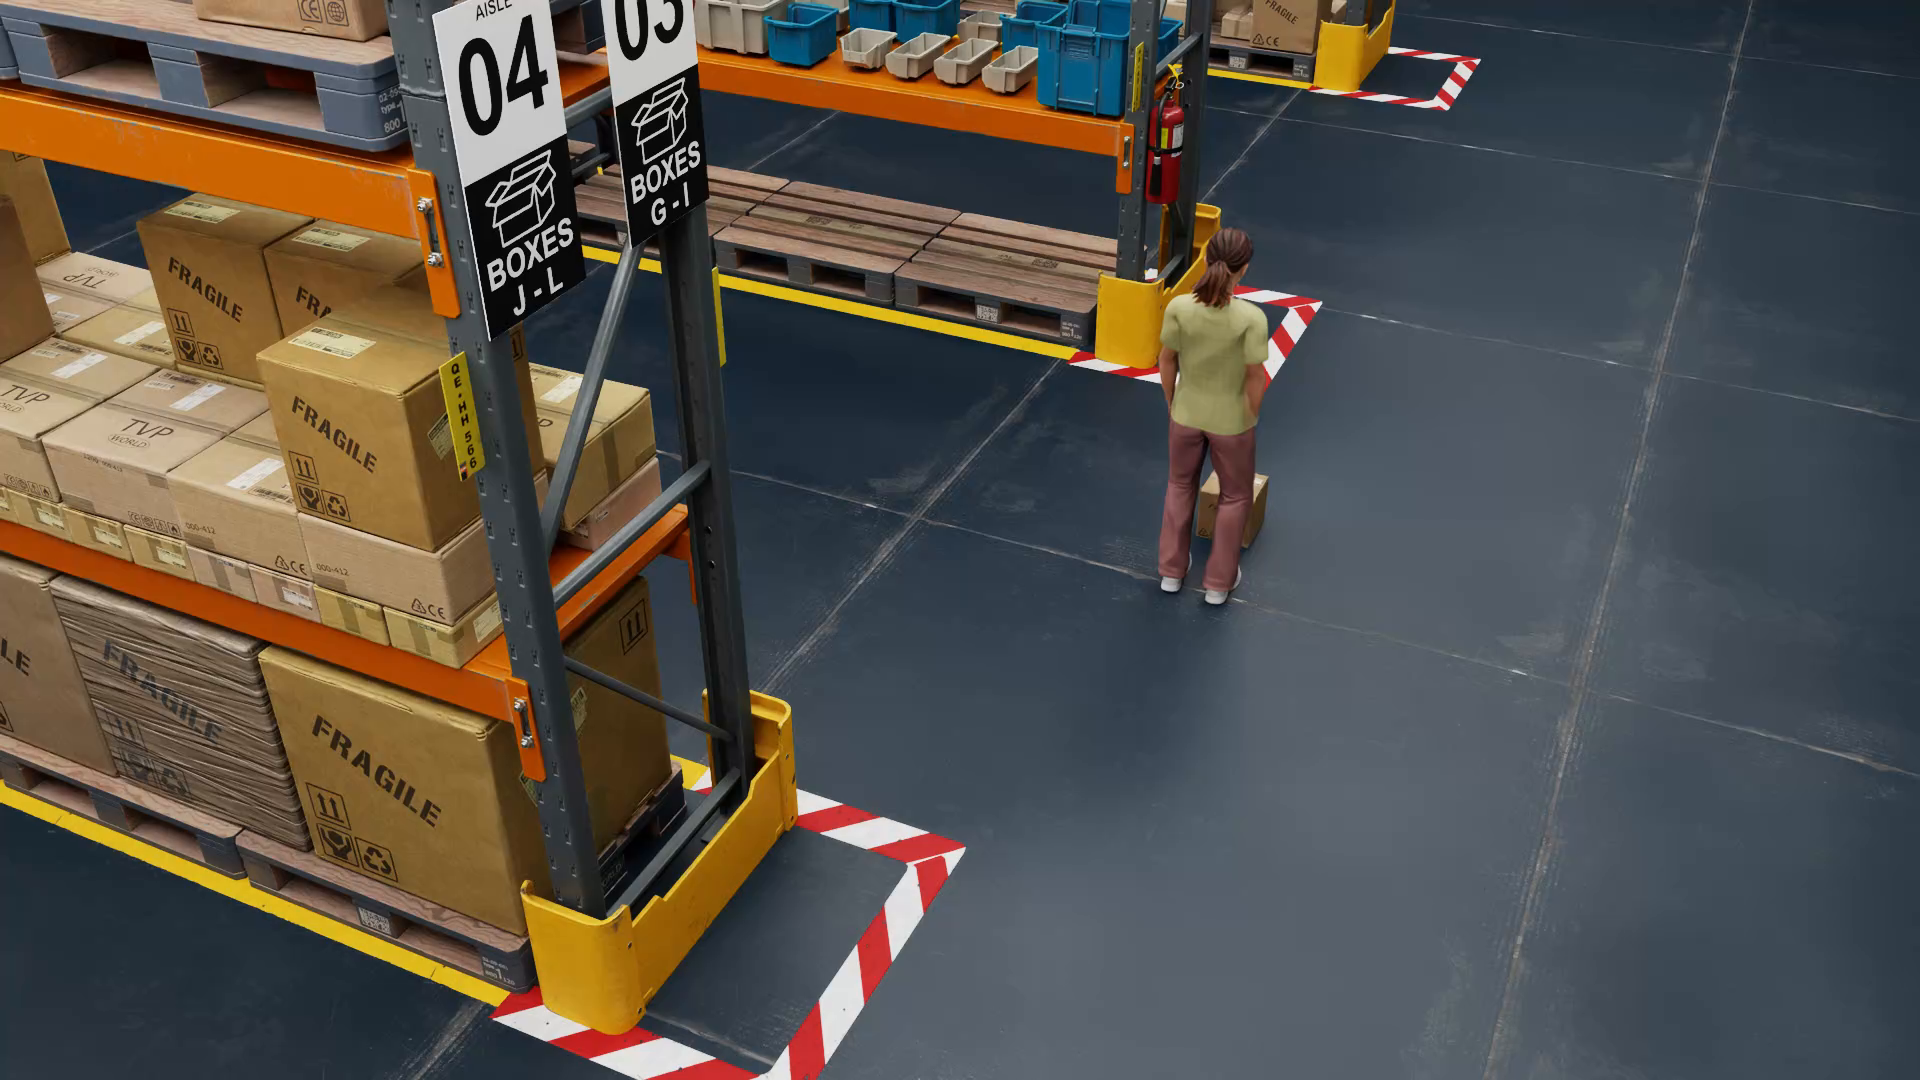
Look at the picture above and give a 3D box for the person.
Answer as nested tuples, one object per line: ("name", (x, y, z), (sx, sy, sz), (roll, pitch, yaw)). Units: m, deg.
("person", (1.033, -0.498, 6.910), (0.458, 1.657, 0.343), (15, 37, 21))
